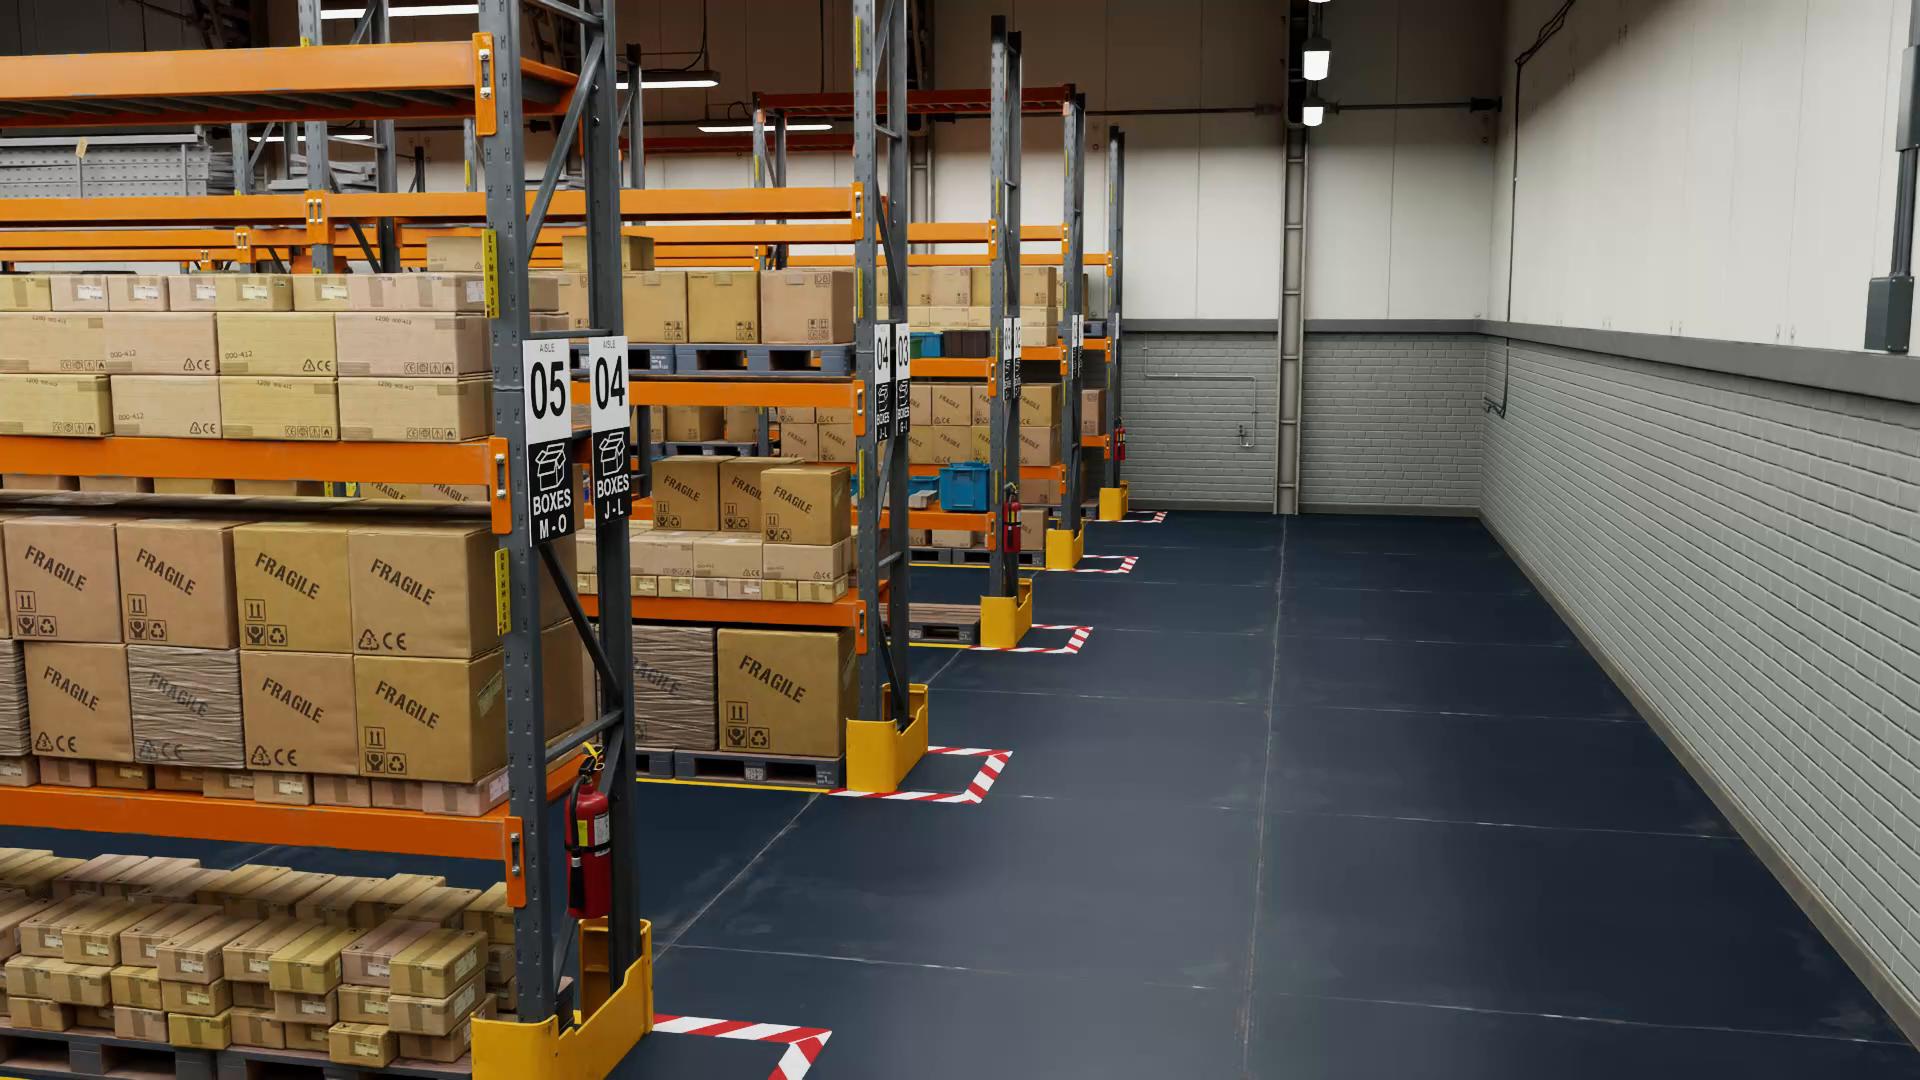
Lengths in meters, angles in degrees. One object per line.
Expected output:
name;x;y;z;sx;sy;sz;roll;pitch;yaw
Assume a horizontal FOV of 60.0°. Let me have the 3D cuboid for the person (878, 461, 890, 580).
person;-0.870;0.009;17.769;0.452;1.723;0.535;-4;9;-24
